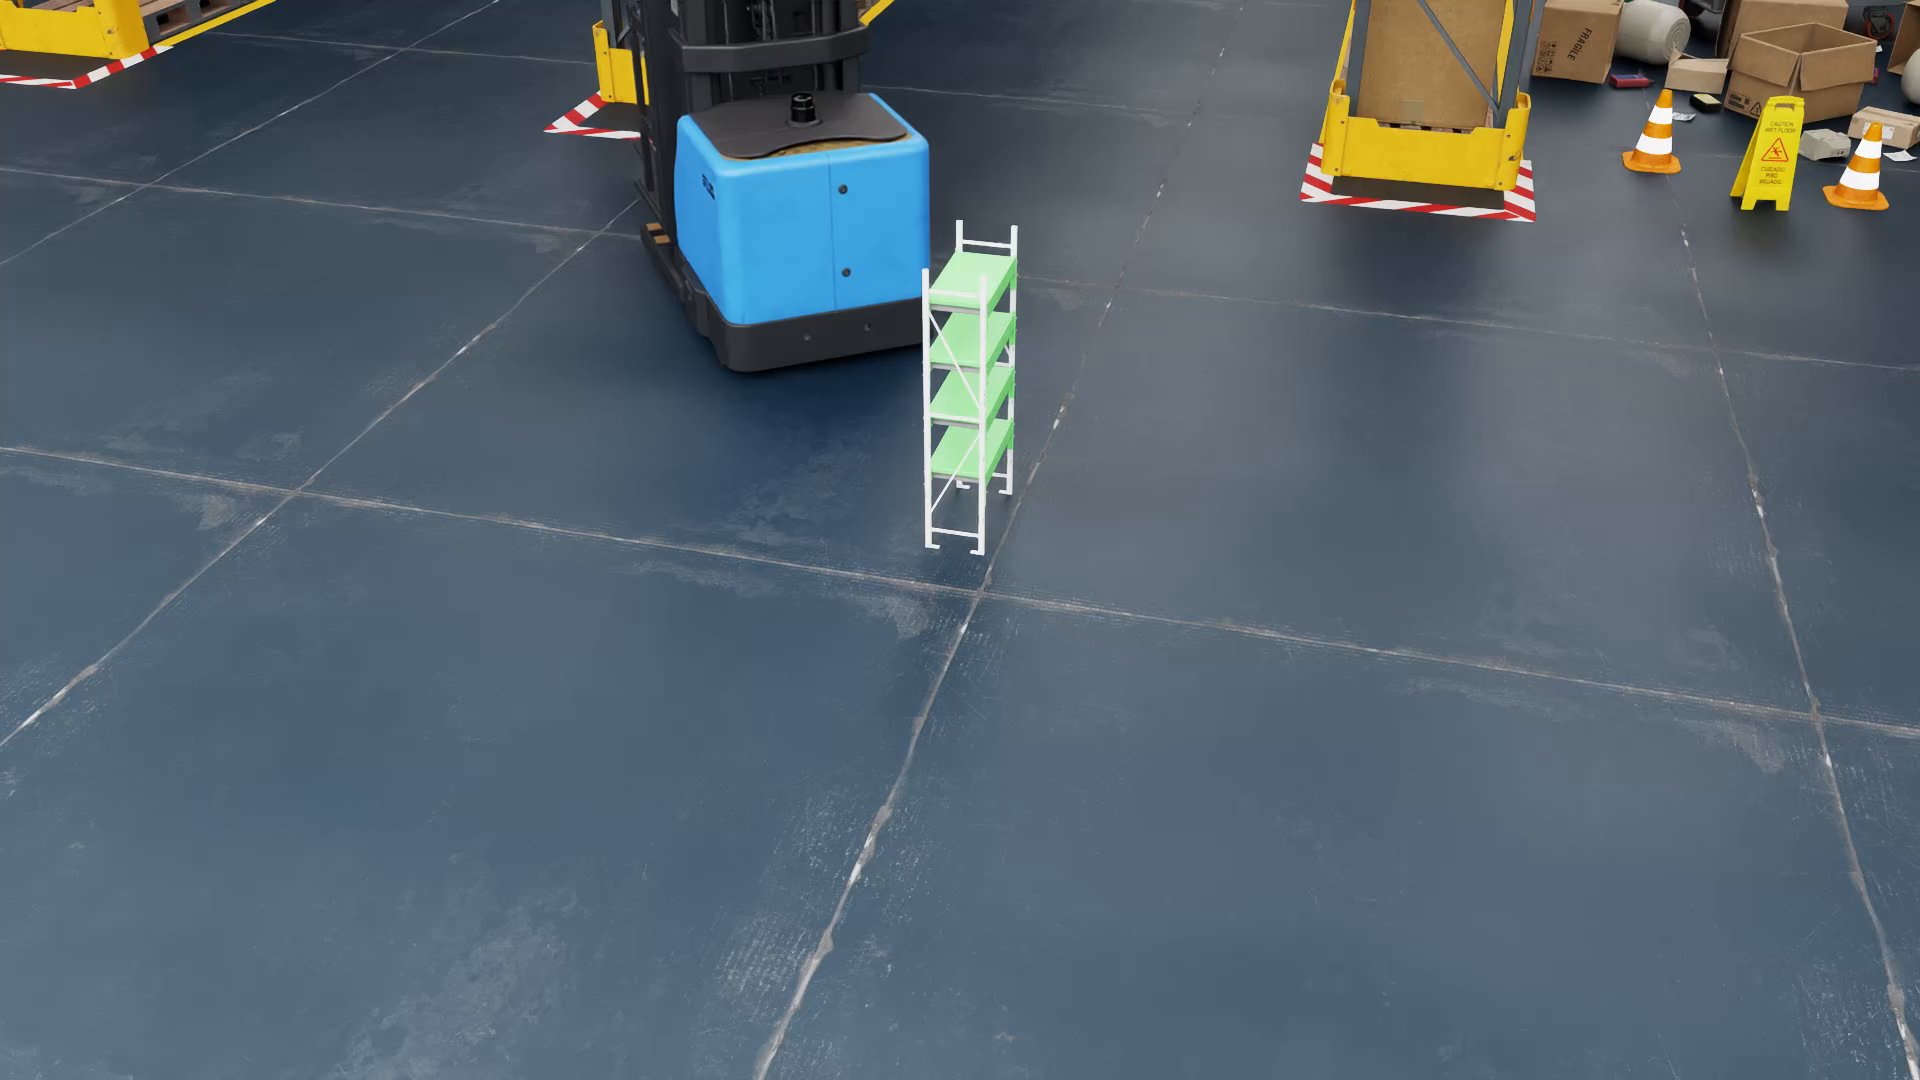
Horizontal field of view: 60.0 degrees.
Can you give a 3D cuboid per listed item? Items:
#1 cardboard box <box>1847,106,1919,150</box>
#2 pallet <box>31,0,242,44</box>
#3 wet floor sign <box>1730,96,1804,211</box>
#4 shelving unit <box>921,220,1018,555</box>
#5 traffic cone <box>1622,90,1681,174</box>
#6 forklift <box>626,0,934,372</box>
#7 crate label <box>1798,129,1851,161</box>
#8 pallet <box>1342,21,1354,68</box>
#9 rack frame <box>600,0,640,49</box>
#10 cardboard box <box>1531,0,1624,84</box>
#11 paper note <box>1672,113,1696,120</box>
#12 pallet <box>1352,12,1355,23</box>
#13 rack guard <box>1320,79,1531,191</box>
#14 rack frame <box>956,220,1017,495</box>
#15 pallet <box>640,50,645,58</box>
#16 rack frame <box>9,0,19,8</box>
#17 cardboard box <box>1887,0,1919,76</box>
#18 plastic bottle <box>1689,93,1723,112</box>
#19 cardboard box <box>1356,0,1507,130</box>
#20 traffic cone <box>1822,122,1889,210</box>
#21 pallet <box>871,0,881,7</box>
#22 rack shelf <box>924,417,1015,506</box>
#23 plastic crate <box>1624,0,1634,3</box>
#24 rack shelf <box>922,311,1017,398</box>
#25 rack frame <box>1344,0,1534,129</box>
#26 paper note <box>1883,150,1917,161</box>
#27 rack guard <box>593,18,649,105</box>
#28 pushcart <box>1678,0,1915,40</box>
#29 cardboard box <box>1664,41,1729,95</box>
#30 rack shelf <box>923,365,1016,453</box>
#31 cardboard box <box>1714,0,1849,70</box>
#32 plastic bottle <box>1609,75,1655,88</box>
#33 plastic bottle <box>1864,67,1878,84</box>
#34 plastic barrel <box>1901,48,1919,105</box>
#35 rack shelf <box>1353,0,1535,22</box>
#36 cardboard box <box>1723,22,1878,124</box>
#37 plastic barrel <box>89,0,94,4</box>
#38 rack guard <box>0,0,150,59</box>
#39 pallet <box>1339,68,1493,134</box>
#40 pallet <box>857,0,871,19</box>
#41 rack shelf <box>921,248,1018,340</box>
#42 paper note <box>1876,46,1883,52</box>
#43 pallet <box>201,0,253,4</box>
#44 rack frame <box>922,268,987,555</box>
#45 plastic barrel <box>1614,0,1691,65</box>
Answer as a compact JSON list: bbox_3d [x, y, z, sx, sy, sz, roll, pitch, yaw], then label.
[{"bbox_3d":[6.040,-2.687,10.839,0.380,0.149,0.250,28,42,36],"label":"cardboard box"},{"bbox_3d":[-6.530,-4.249,13.237,1.003,0.211,1.213,8,33,12],"label":"pallet"},{"bbox_3d":[4.756,-2.279,9.733,0.267,0.644,0.232,3,33,4],"label":"wet floor sign"},{"bbox_3d":[0.042,-0.592,6.563,0.258,1.200,0.503,8,33,12],"label":"shelving unit"},{"bbox_3d":[4.356,-2.569,10.359,0.336,0.463,0.334,8,33,12],"label":"traffic cone"},{"bbox_3d":[-1.136,-2.812,8.441,1.130,2.935,3.031,-12,34,-18],"label":"forklift"},{"bbox_3d":[5.502,-2.517,10.582,0.250,0.136,0.298,-8,33,-13],"label":"crate label"},{"bbox_3d":[3.287,-3.437,11.960,1.003,0.211,1.213,8,33,12],"label":"pallet"},{"bbox_3d":[-1.924,-4.285,10.694,1.000,3.000,0.127,8,33,12],"label":"rack frame"},{"bbox_3d":[4.462,-3.634,11.998,0.500,0.500,0.500,14,35,21],"label":"cardboard box"},{"bbox_3d":[4.877,-2.864,11.229,0.144,0.017,0.142,20,38,29],"label":"paper note"},{"bbox_3d":[3.594,-4.072,12.959,1.003,0.211,1.213,8,33,12],"label":"pallet"},{"bbox_3d":[2.842,-2.490,10.200,1.175,0.500,0.348,8,33,12],"label":"rack guard"},{"bbox_3d":[0.104,-0.719,6.762,0.240,1.200,0.015,8,33,12],"label":"rack frame"},{"bbox_3d":[-1.664,-3.564,12.160,1.003,0.211,1.213,8,33,12],"label":"pallet"},{"bbox_3d":[-6.715,-4.959,11.755,1.000,3.000,0.127,8,33,12],"label":"rack frame"},{"bbox_3d":[7.089,-3.587,11.924,0.500,0.500,0.500,-21,38,-29],"label":"cardboard box"},{"bbox_3d":[5.114,-3.015,11.436,0.133,0.061,0.283,-3,33,-4],"label":"plastic bottle"},{"bbox_3d":[2.956,-3.199,10.574,0.875,0.875,0.875,8,33,13],"label":"cardboard box"},{"bbox_3d":[5.363,-2.239,9.840,0.336,0.463,0.334,8,33,12],"label":"traffic cone"},{"bbox_3d":[-1.045,-4.830,14.152,1.003,0.211,1.213,8,33,12],"label":"pallet"},{"bbox_3d":[0.042,-0.336,6.726,0.258,0.148,0.480,8,33,12],"label":"rack shelf"},{"bbox_3d":[5.086,-4.202,13.131,0.662,0.188,0.450,-28,32,-37],"label":"plastic crate"},{"bbox_3d":[0.042,-0.741,6.469,0.258,0.148,0.480,8,33,12],"label":"rack shelf"},{"bbox_3d":[2.848,-3.557,9.549,1.000,3.000,0.127,8,33,12],"label":"rack frame"},{"bbox_3d":[5.976,-2.444,10.566,0.148,0.019,0.142,-3,33,-4],"label":"paper note"},{"bbox_3d":[-1.905,-3.269,11.427,1.175,0.500,0.348,8,33,12],"label":"rack guard"},{"bbox_3d":[6.459,-4.189,12.988,1.648,0.377,0.936,-3,33,-4],"label":"pushcart"},{"bbox_3d":[5.208,-3.336,11.751,0.396,0.266,0.258,14,35,21],"label":"cardboard box"},{"bbox_3d":[0.042,-0.538,6.598,0.258,0.148,0.480,8,33,12],"label":"rack shelf"},{"bbox_3d":[5.888,-3.682,11.946,0.797,0.637,0.503,8,33,12],"label":"cardboard box"},{"bbox_3d":[4.783,-3.265,11.828,0.283,0.061,0.133,-3,33,-4],"label":"plastic bottle"},{"bbox_3d":[6.535,-3.357,11.974,0.133,0.061,0.283,14,35,21],"label":"plastic bottle"},{"bbox_3d":[6.721,-3.126,11.273,0.421,0.421,0.512,-21,38,-29],"label":"plastic barrel"},{"bbox_3d":[3.355,-4.291,11.375,1.077,0.370,4.000,8,33,12],"label":"rack shelf"},{"bbox_3d":[5.658,-3.138,11.218,0.797,0.503,0.637,-14,35,-21],"label":"cardboard box"},{"bbox_3d":[-6.622,-4.438,12.863,0.421,0.512,0.421,0,32,0],"label":"plastic barrel"},{"bbox_3d":[-6.741,-3.950,12.498,1.175,0.500,0.348,8,33,12],"label":"rack guard"},{"bbox_3d":[2.975,-2.806,10.967,1.003,0.211,1.213,8,33,12],"label":"pallet"},{"bbox_3d":[-1.353,-4.195,13.153,1.003,0.211,1.213,8,33,12],"label":"pallet"},{"bbox_3d":[0.042,-0.943,6.340,0.258,0.148,0.480,8,33,12],"label":"rack shelf"},{"bbox_3d":[6.892,-3.716,12.566,0.148,0.019,0.142,8,33,12],"label":"paper note"},{"bbox_3d":[-6.218,-4.880,14.230,1.003,0.211,1.213,8,33,12],"label":"pallet"},{"bbox_3d":[-0.020,-0.466,6.364,0.240,1.200,0.015,8,33,12],"label":"rack frame"},{"bbox_3d":[5.059,-3.748,12.251,0.421,0.421,0.512,-21,38,-29],"label":"plastic barrel"}]
